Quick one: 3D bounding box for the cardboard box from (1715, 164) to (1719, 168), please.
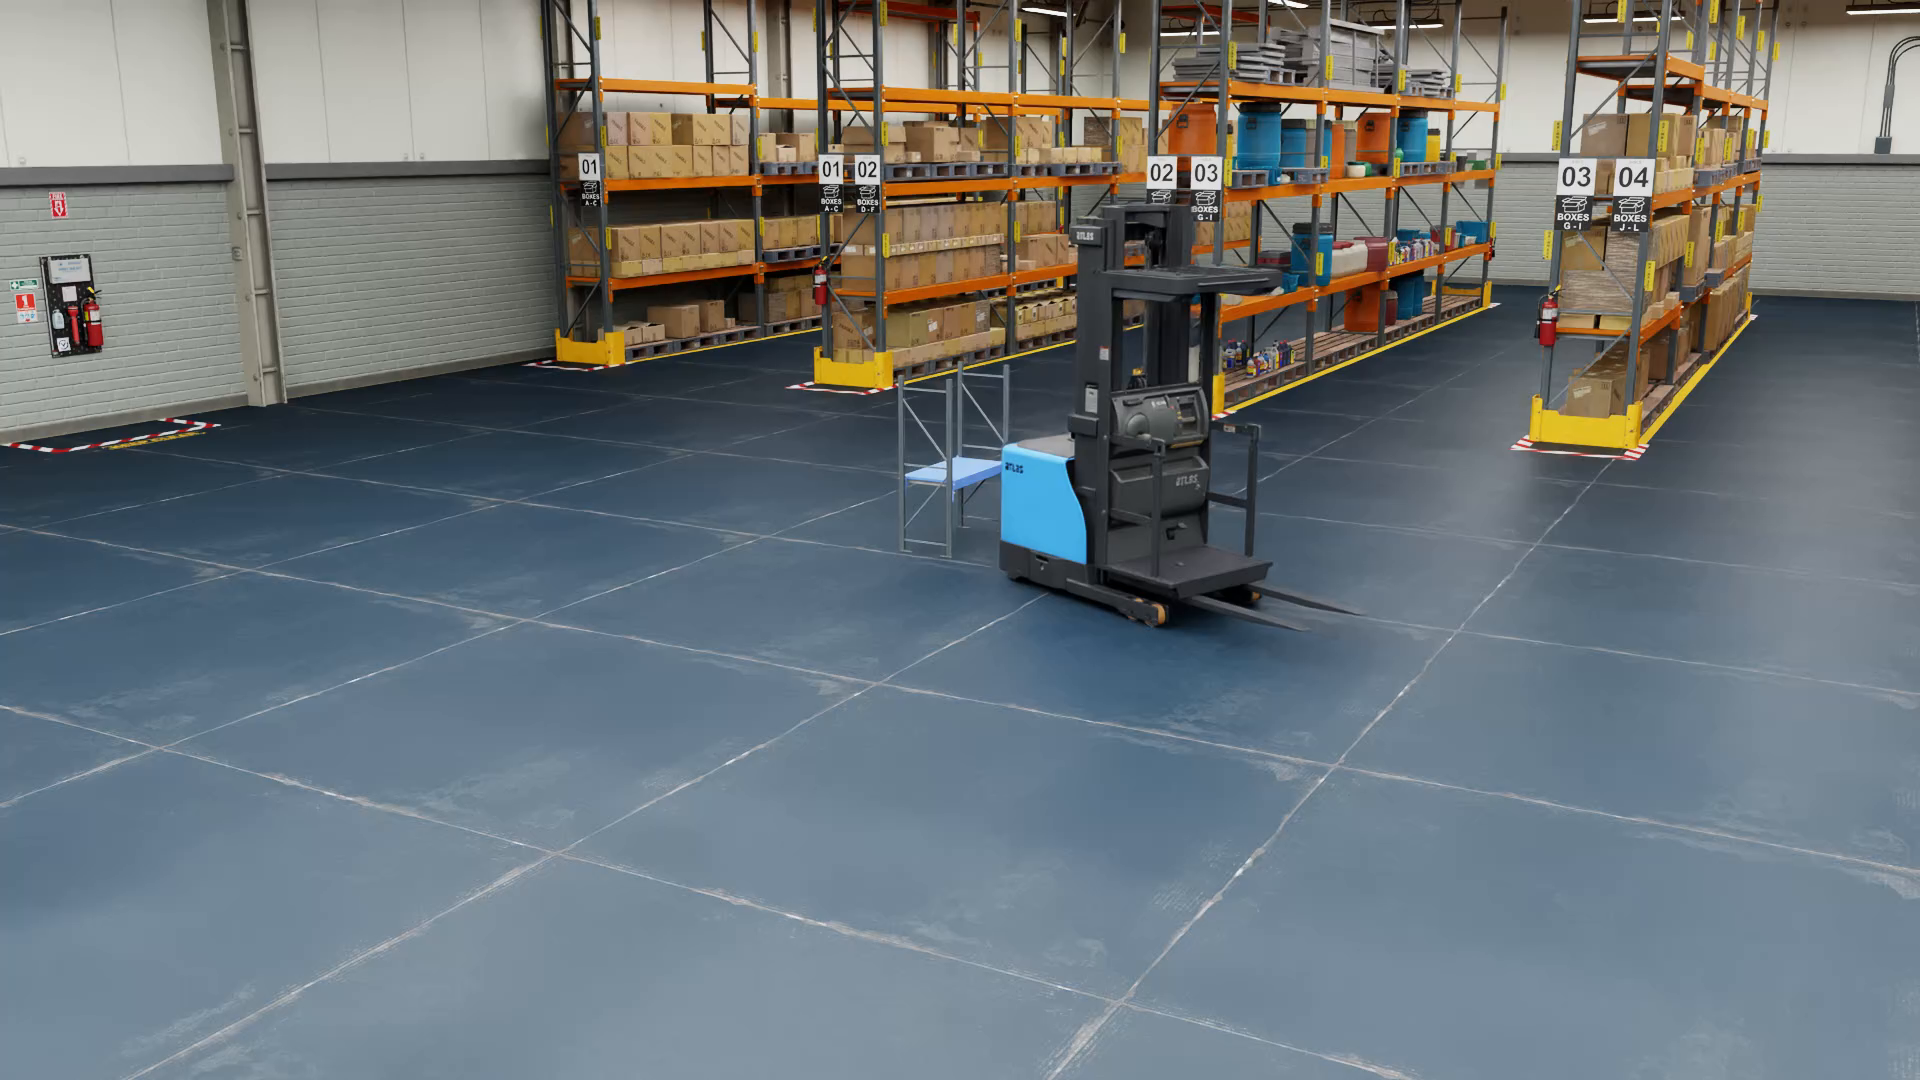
[{"bbox_3d":[10.784,-5.365,24.306,0.500,0.250,0.500,7,15,28],"label":"cardboard box"}]

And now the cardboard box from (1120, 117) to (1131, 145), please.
[{"bbox_3d":[2.820,-7.518,30.569,0.500,0.500,0.500,7,15,28],"label":"cardboard box"}]

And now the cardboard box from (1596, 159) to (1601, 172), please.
[{"bbox_3d":[7.021,-4.238,18.783,0.380,0.149,0.250,7,15,28],"label":"cardboard box"}]

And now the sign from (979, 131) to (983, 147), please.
[{"bbox_3d":[0.432,-8.515,35.280,0.100,0.325,0.005,7,15,28],"label":"sign"}]

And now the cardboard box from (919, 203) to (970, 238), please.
[{"bbox_3d":[-0.272,-4.892,25.442,0.700,0.500,0.500,7,15,28],"label":"cardboard box"}]

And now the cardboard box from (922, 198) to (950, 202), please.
[{"bbox_3d":[-0.552,-6.947,34.457,0.500,0.250,0.500,8,16,29],"label":"cardboard box"}]

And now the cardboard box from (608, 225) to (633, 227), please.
[{"bbox_3d":[-5.555,-4.775,26.616,0.500,0.500,0.500,8,16,29],"label":"cardboard box"}]

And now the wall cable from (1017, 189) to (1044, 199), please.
[{"bbox_3d":[1.677,-8.397,40.795,0.084,1.984,1.851,7,15,28],"label":"wall cable"}]

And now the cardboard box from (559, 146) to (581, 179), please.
[{"bbox_3d":[-5.869,-5.881,25.873,0.500,0.500,0.500,9,16,32],"label":"cardboard box"}]

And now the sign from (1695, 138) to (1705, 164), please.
[{"bbox_3d":[9.572,-5.037,21.524,0.100,0.325,0.005,7,15,28],"label":"sign"}]

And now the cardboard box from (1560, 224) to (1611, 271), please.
[{"bbox_3d":[7.209,-3.387,19.201,0.500,0.500,0.500,7,15,28],"label":"cardboard box"}]

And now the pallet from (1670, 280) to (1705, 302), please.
[{"bbox_3d":[9.590,-3.435,22.789,1.003,0.211,1.213,7,15,28],"label":"pallet"}]

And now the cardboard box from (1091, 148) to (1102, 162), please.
[{"bbox_3d":[2.187,-6.821,29.451,0.500,0.250,0.500,6,15,24],"label":"cardboard box"}]

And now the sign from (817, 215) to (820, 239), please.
[{"bbox_3d":[-1.979,-4.432,23.543,0.100,0.325,0.005,7,15,28],"label":"sign"}]

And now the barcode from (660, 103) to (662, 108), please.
[{"bbox_3d":[-4.963,-7.216,27.613,0.001,0.075,0.075,7,15,28],"label":"barcode"}]

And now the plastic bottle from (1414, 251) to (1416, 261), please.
[{"bbox_3d":[8.088,-5.095,29.693,0.097,0.201,0.097,0,14,0],"label":"plastic bottle"}]

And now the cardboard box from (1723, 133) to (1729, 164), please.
[{"bbox_3d":[11.996,-6.342,26.924,0.797,0.503,0.637,7,15,27],"label":"cardboard box"}]

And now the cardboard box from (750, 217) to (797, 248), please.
[{"bbox_3d":[-3.363,-5.548,29.994,0.700,0.500,0.500,9,16,34],"label":"cardboard box"}]

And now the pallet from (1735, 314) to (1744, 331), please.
[{"bbox_3d":[13.985,-4.072,30.972,1.003,0.211,1.213,7,15,28],"label":"pallet"}]

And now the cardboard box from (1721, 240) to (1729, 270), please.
[{"bbox_3d":[12.235,-4.640,27.165,0.500,0.500,0.500,7,15,28],"label":"cardboard box"}]

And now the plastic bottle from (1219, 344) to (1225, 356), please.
[{"bbox_3d":[3.707,-2.630,23.757,0.144,0.351,0.185,7,15,28],"label":"plastic bottle"}]

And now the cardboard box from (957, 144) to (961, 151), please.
[{"bbox_3d":[-0.312,-6.013,25.672,0.500,0.311,0.500,6,15,25],"label":"cardboard box"}]

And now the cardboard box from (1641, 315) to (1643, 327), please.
[{"bbox_3d":[7.644,-2.525,19.144,0.380,0.149,0.250,7,15,28],"label":"cardboard box"}]

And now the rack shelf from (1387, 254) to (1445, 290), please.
[{"bbox_3d":[7.658,-4.830,29.703,1.077,0.370,4.000,7,15,28],"label":"rack shelf"}]

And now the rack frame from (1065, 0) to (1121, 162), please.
[{"bbox_3d":[2.357,-8.248,29.544,1.000,3.000,0.127,7,15,28],"label":"rack frame"}]

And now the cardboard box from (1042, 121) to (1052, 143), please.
[{"bbox_3d":[1.771,-9.355,38.146,0.500,0.500,0.500,7,15,28],"label":"cardboard box"}]

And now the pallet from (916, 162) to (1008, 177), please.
[{"bbox_3d":[0.034,-5.748,25.764,1.003,0.211,1.213,7,15,28],"label":"pallet"}]

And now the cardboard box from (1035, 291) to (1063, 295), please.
[{"bbox_3d":[1.600,-4.288,29.696,0.500,0.311,0.500,7,15,27],"label":"cardboard box"}]

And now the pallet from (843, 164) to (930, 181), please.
[{"bbox_3d":[-1.146,-5.247,23.688,1.003,0.211,1.213,7,15,28],"label":"pallet"}]

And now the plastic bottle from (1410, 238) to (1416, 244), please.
[{"bbox_3d":[8.251,-5.319,30.300,0.144,0.351,0.185,7,15,28],"label":"plastic bottle"}]

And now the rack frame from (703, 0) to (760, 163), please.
[{"bbox_3d":[-3.915,-7.988,28.465,1.000,3.000,0.127,7,15,28],"label":"rack frame"}]

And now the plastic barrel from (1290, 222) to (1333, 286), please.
[{"bbox_3d":[5.209,-4.237,24.640,0.600,0.901,0.708,7,15,28],"label":"plastic barrel"}]

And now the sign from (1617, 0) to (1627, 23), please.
[{"bbox_3d":[8.605,-6.897,21.609,0.100,0.325,0.005,7,15,28],"label":"sign"}]

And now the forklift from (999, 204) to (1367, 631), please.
[{"bbox_3d":[1.618,-0.931,12.143,1.130,2.935,3.031,-10,17,-37],"label":"forklift"}]

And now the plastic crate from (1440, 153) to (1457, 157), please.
[{"bbox_3d":[9.579,-7.556,33.209,0.504,0.338,0.767,7,15,28],"label":"plastic crate"}]

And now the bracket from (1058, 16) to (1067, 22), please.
[{"bbox_3d":[2.544,-12.726,40.439,0.235,0.232,0.430,7,15,28],"label":"bracket"}]

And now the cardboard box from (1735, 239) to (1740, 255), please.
[{"bbox_3d":[13.417,-5.167,29.252,0.500,0.250,0.500,7,15,27],"label":"cardboard box"}]

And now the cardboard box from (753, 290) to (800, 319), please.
[{"bbox_3d":[-3.368,-4.334,30.507,0.700,0.500,0.500,7,15,27],"label":"cardboard box"}]

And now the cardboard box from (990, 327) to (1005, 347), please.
[{"bbox_3d":[0.390,-3.258,26.619,0.500,0.250,0.500,7,15,28],"label":"cardboard box"}]

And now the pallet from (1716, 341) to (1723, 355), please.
[{"bbox_3d":[12.065,-3.255,27.585,1.003,0.211,1.213,7,15,28],"label":"pallet"}]

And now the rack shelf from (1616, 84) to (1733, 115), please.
[{"bbox_3d":[10.060,-6.170,23.315,1.077,0.370,4.000,7,15,28],"label":"rack shelf"}]

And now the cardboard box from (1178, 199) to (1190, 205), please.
[{"bbox_3d":[4.765,-6.751,33.791,0.500,0.500,0.500,8,16,29],"label":"cardboard box"}]

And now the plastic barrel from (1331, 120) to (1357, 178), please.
[{"bbox_3d":[6.104,-6.327,26.909,0.600,0.901,0.600,0,14,0],"label":"plastic barrel"}]

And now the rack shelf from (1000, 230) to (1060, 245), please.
[{"bbox_3d":[0.919,-6.773,37.762,1.077,0.370,4.000,7,15,28],"label":"rack shelf"}]

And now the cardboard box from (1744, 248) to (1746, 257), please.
[{"bbox_3d":[14.271,-5.303,30.667,0.380,0.149,0.250,8,16,29],"label":"cardboard box"}]

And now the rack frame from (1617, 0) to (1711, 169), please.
[{"bbox_3d":[9.093,-6.304,21.481,1.000,3.000,0.127,7,15,28],"label":"rack frame"}]

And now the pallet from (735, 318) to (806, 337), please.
[{"bbox_3d":[-3.540,-3.875,30.158,1.003,0.211,1.213,7,15,28],"label":"pallet"}]

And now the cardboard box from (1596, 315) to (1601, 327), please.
[{"bbox_3d":[7.238,-2.578,19.362,0.380,0.149,0.250,7,15,28],"label":"cardboard box"}]

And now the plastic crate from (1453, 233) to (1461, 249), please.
[{"bbox_3d":[9.524,-5.854,32.540,0.437,0.282,0.530,7,15,28],"label":"plastic crate"}]

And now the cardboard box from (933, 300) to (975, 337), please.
[{"bbox_3d":[-0.100,-3.418,25.684,0.500,0.500,0.500,7,15,28],"label":"cardboard box"}]

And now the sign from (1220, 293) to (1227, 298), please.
[{"bbox_3d":[3.303,-3.199,20.813,0.100,0.325,0.005,7,15,28],"label":"sign"}]

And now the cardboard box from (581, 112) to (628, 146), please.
[{"bbox_3d":[-5.450,-6.305,25.495,0.500,0.500,0.500,6,15,24],"label":"cardboard box"}]

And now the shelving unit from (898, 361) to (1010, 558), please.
[{"bbox_3d":[-0.041,-0.712,14.285,0.538,1.500,1.048,7,15,28],"label":"shelving unit"}]

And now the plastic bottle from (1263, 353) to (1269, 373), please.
[{"bbox_3d":[4.285,-2.485,23.322,0.097,0.271,0.097,0,14,0],"label":"plastic bottle"}]

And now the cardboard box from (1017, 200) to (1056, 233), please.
[{"bbox_3d":[1.648,-7.573,38.906,0.980,0.700,0.700,8,16,31],"label":"cardboard box"}]

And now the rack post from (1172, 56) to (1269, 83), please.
[{"bbox_3d":[3.301,-5.942,21.047,0.937,0.300,0.954,9,16,34],"label":"rack post"}]

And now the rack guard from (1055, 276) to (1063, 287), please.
[{"bbox_3d":[1.898,-6.323,39.694,1.175,0.500,0.348,7,15,28],"label":"rack guard"}]

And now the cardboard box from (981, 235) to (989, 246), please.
[{"bbox_3d":[0.234,-4.690,25.990,0.380,0.149,0.250,7,15,26],"label":"cardboard box"}]
